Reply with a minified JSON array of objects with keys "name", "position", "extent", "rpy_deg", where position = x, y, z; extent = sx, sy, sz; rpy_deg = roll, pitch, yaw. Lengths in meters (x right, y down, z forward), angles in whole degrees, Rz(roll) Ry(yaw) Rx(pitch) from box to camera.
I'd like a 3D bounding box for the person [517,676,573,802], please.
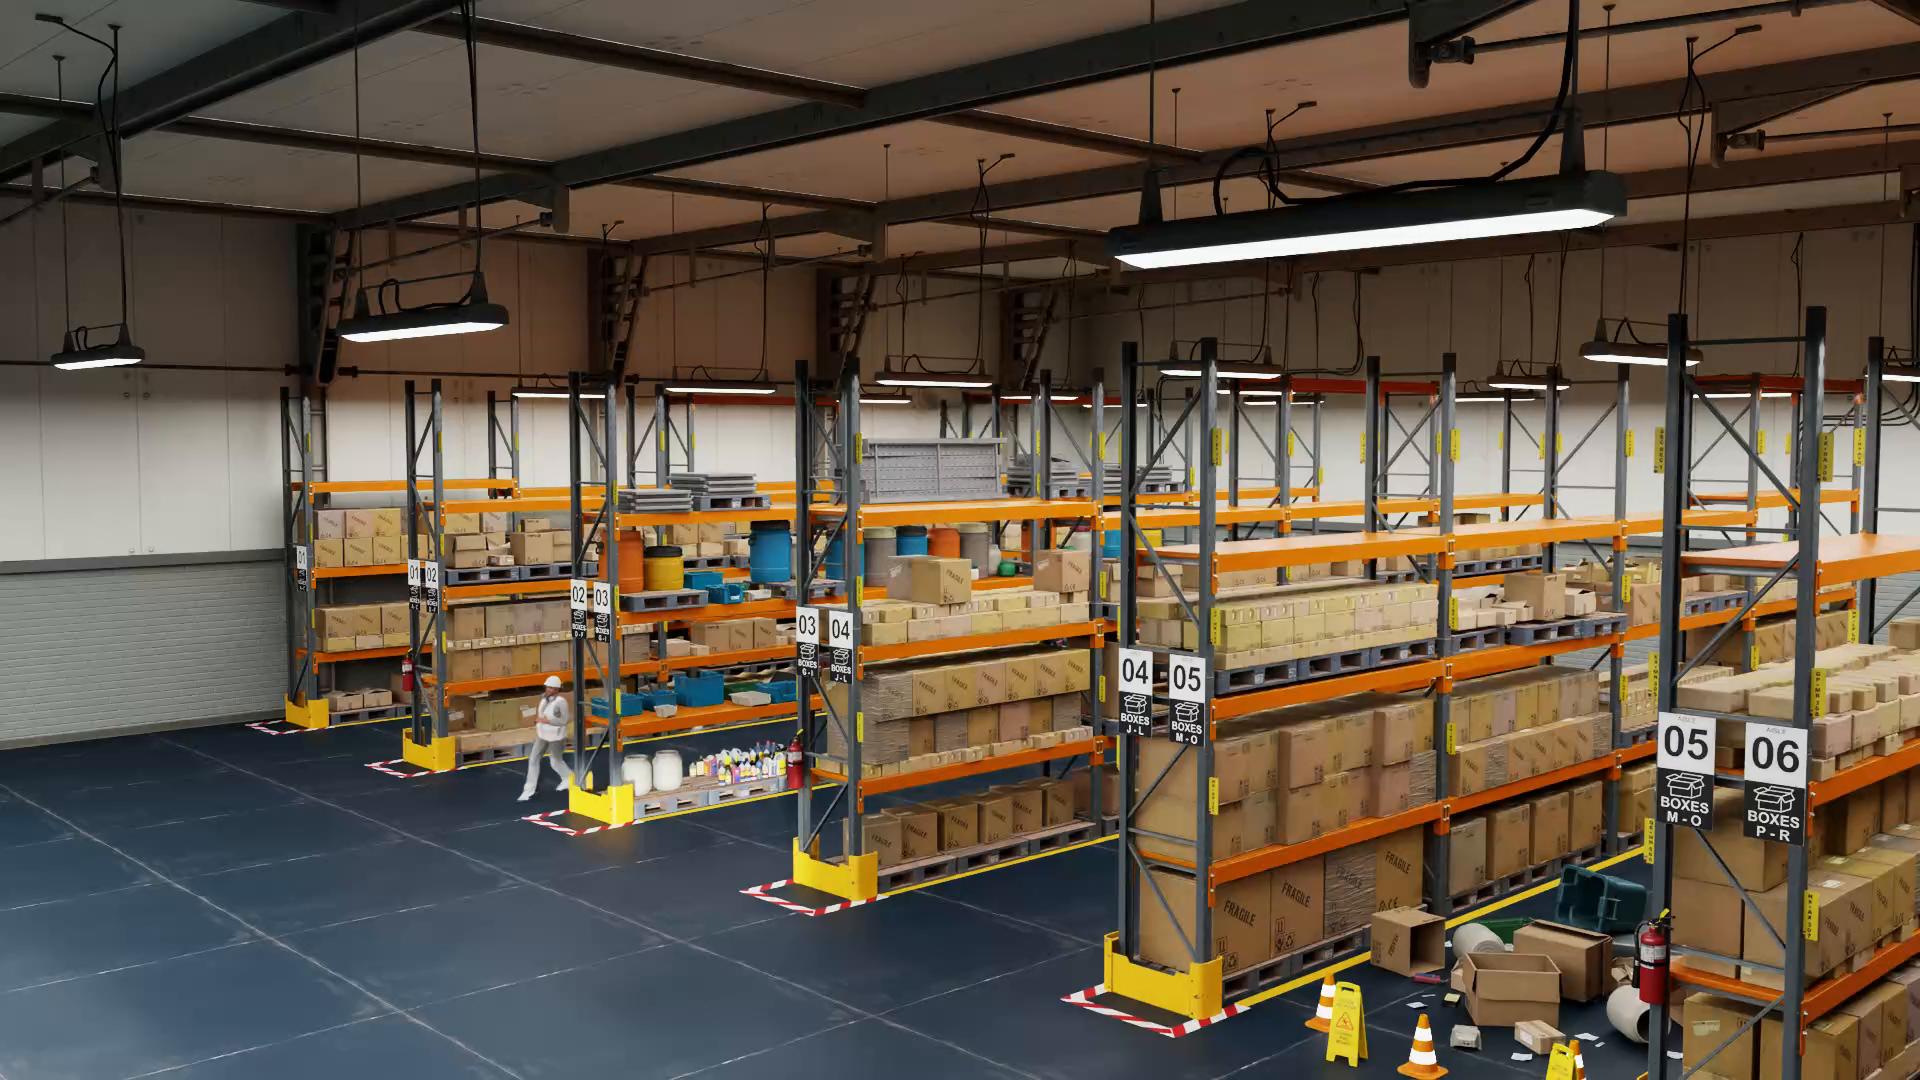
[{"name":"person","position":[-5.737,2.798,23.553],"extent":[0.702,1.793,0.886],"rpy_deg":[2,4,33]}]
